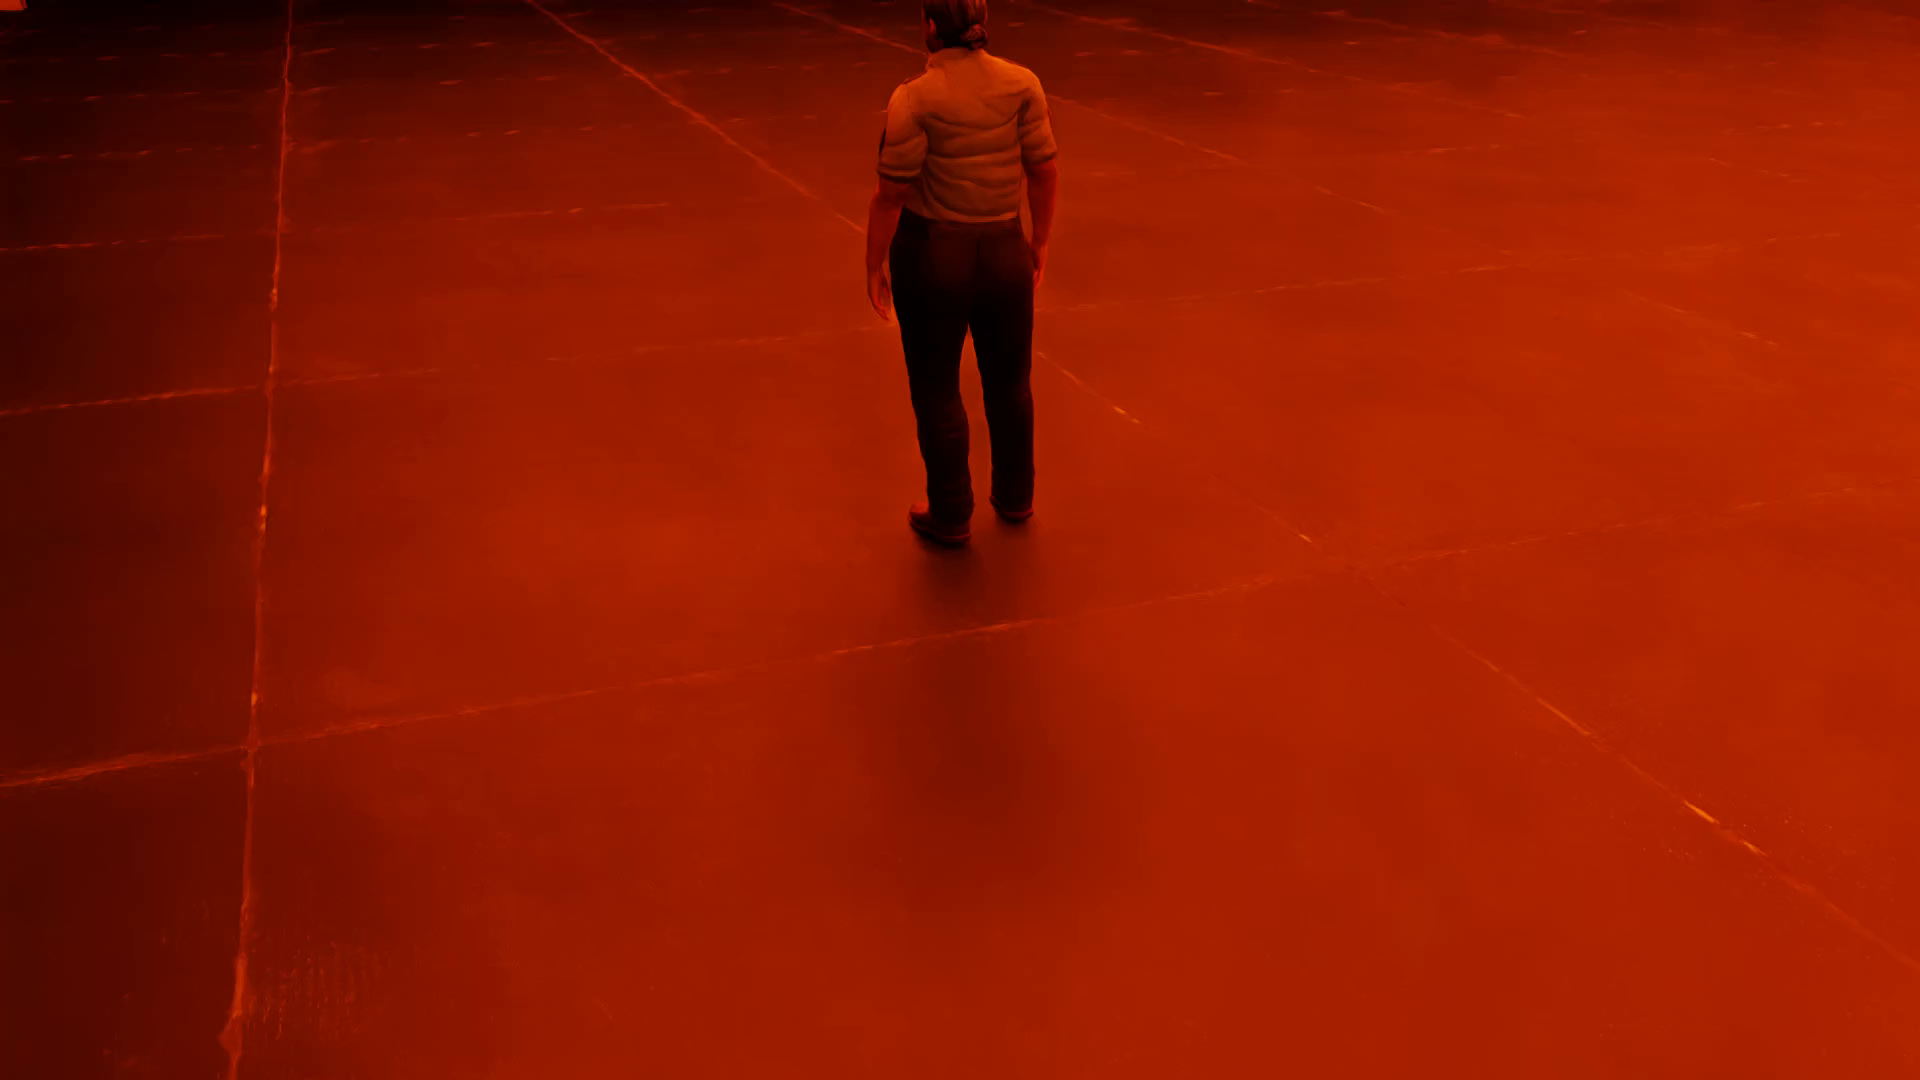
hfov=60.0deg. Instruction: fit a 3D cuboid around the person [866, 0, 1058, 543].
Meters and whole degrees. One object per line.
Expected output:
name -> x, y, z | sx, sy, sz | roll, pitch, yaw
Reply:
person -> -0.010, -0.802, 4.842 | 0.599, 1.650, 0.502 | -8, 24, -18
